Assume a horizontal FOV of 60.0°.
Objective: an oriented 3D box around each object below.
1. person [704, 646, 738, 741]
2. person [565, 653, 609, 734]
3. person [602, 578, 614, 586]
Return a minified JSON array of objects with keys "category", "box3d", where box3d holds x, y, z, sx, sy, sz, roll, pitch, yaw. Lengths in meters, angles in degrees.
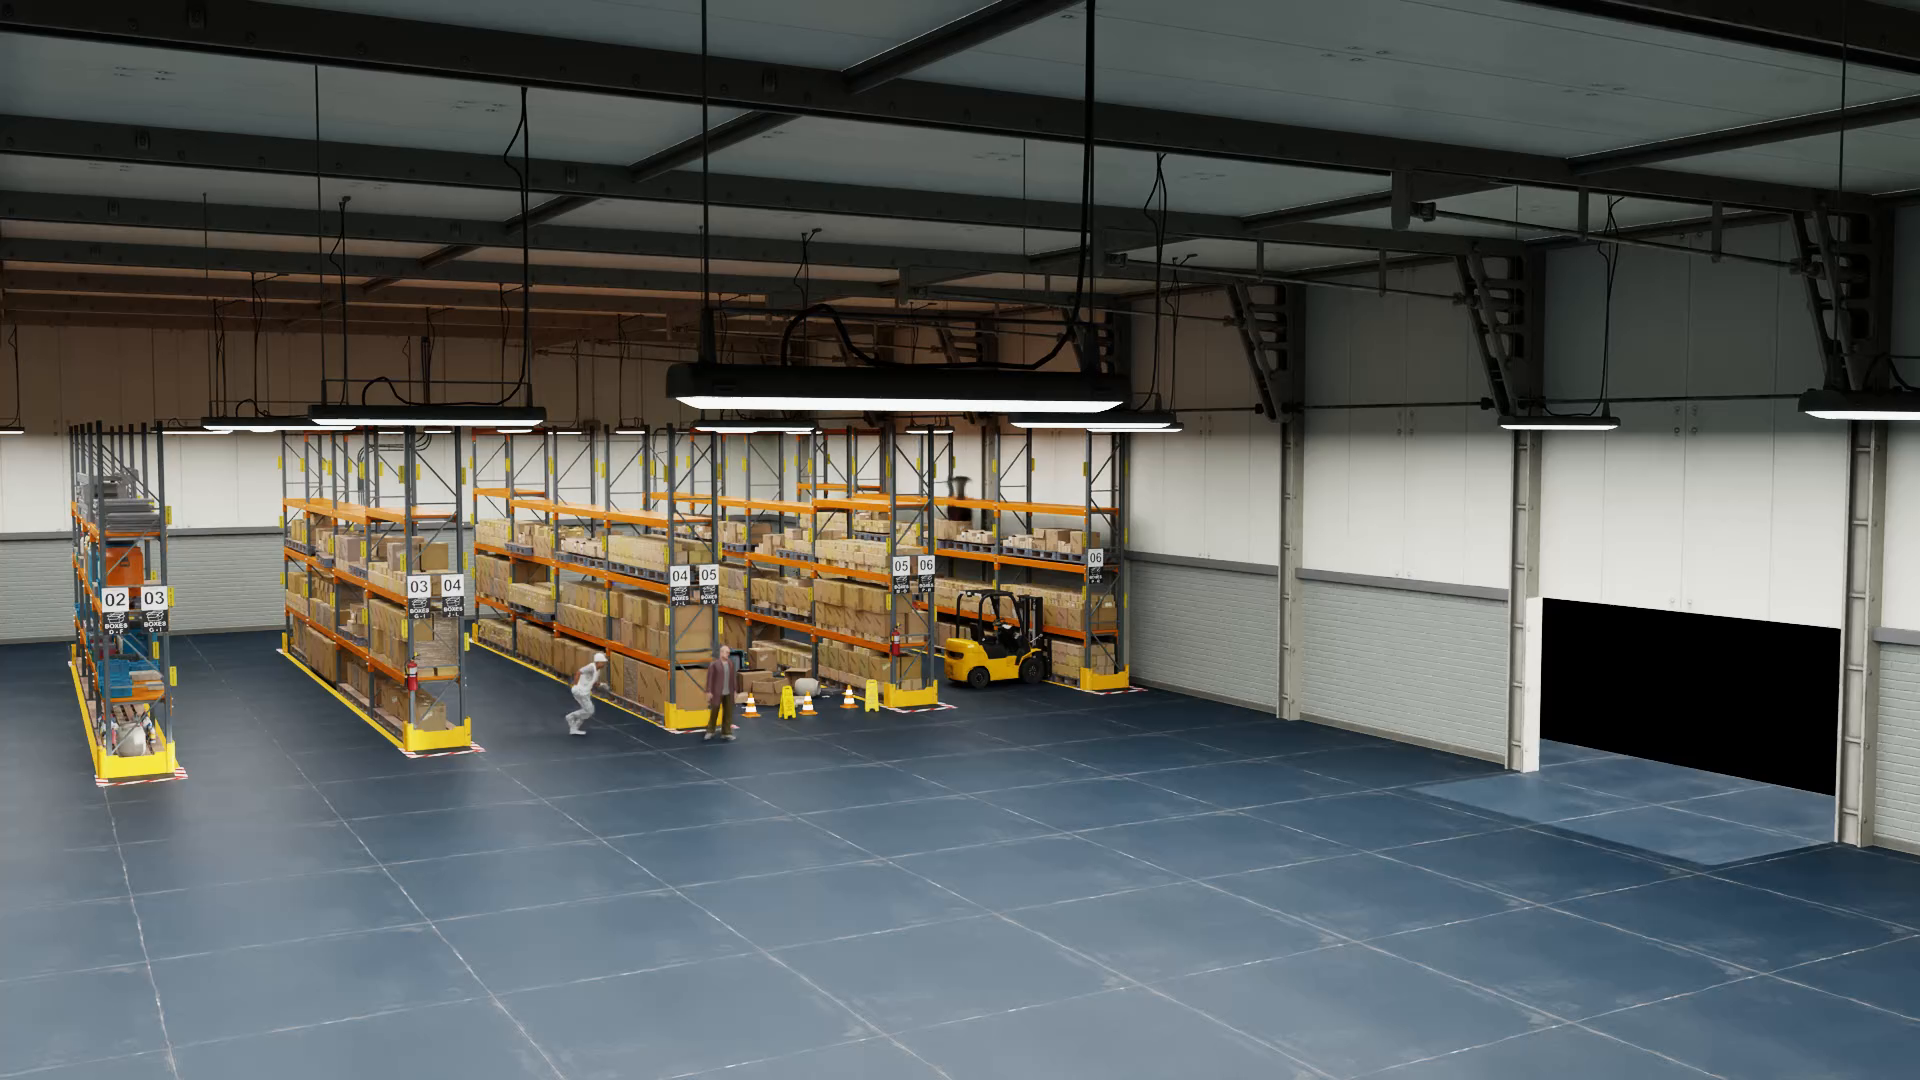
[{"category":"person","box3d":[-4.526,2.893,31.441,0.664,1.785,0.557,-3,4,-36]},{"category":"person","box3d":[-7.169,2.961,31.893,0.839,1.586,0.719,0,4,7]},{"category":"person","box3d":[-10.850,1.752,52.055,0.975,1.603,0.613,-3,4,-36]}]
